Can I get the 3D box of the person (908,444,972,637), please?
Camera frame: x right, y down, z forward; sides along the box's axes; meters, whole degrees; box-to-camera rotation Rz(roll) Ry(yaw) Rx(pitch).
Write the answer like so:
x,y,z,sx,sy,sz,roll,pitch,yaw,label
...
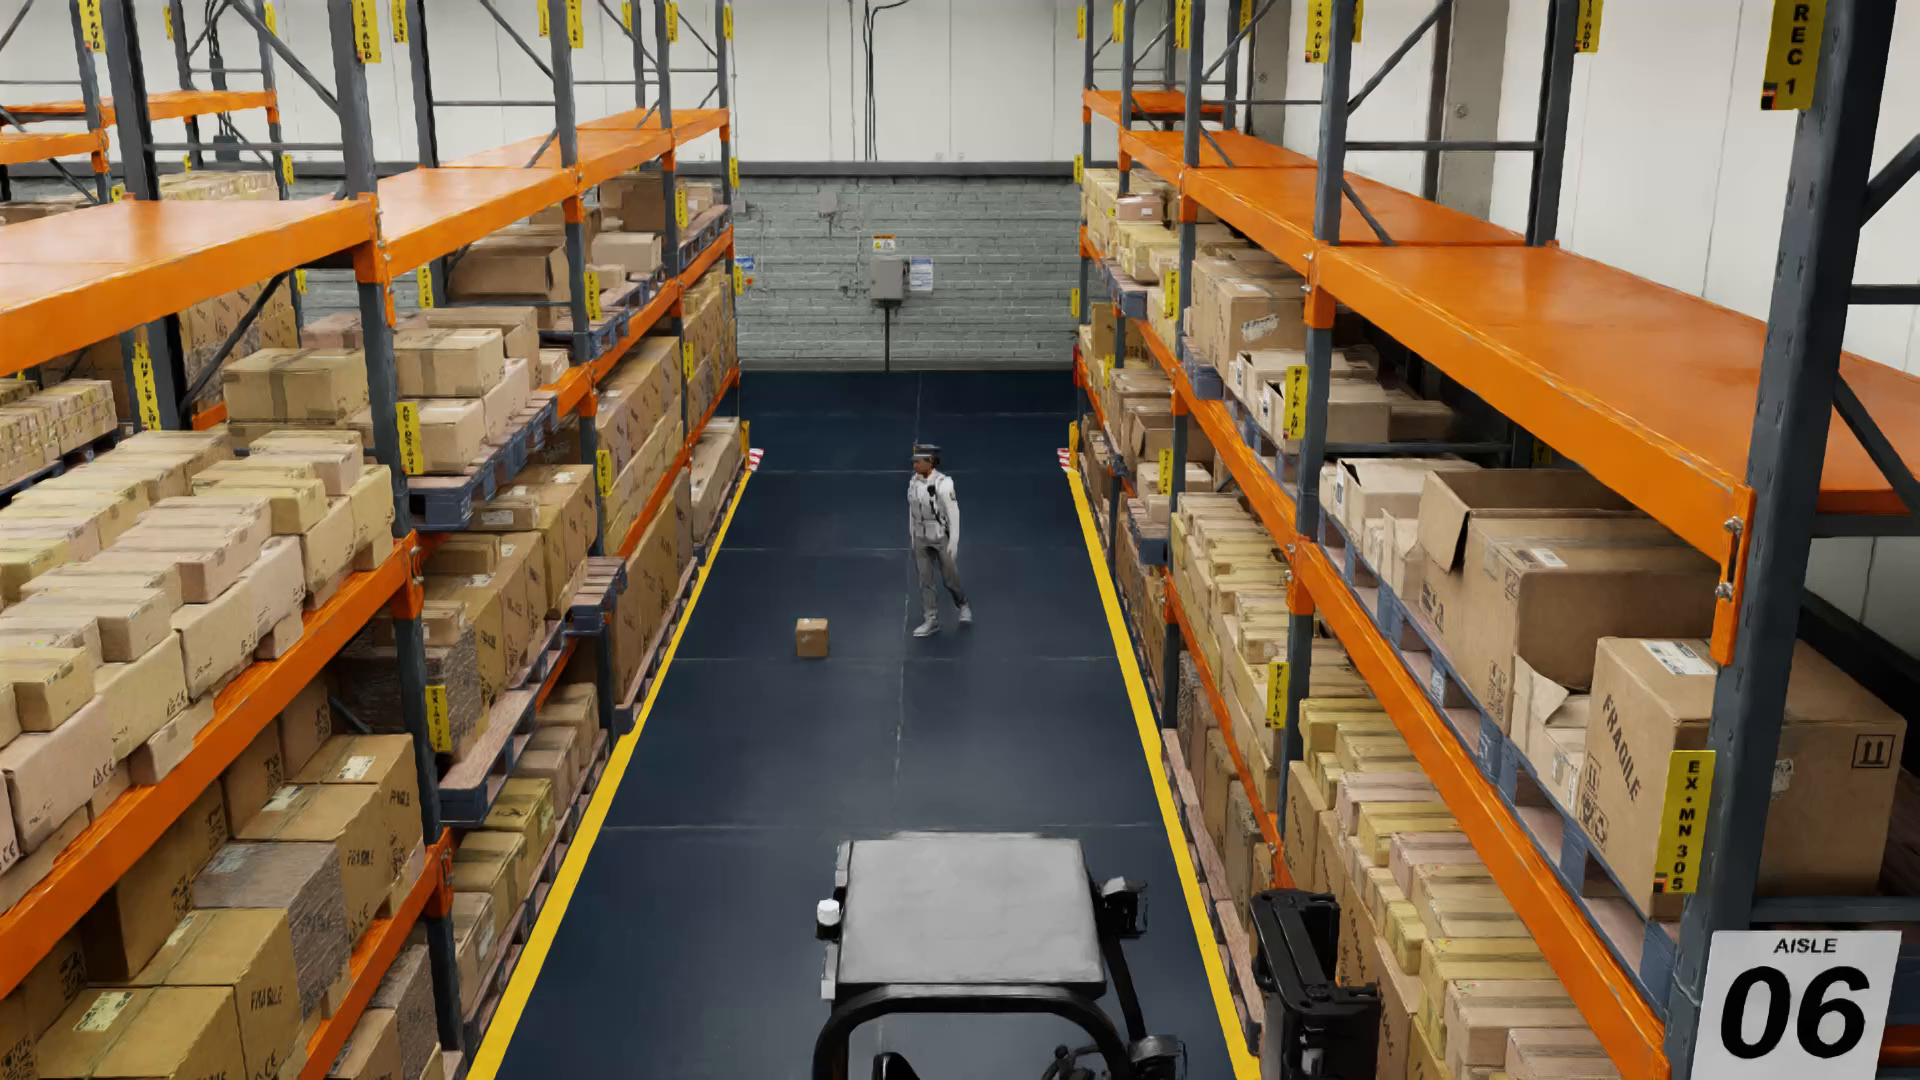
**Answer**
x,y,z,sx,sy,sz,roll,pitch,yaw,label
-0.180,-0.029,14.116,0.510,1.670,0.578,10,20,30,person
